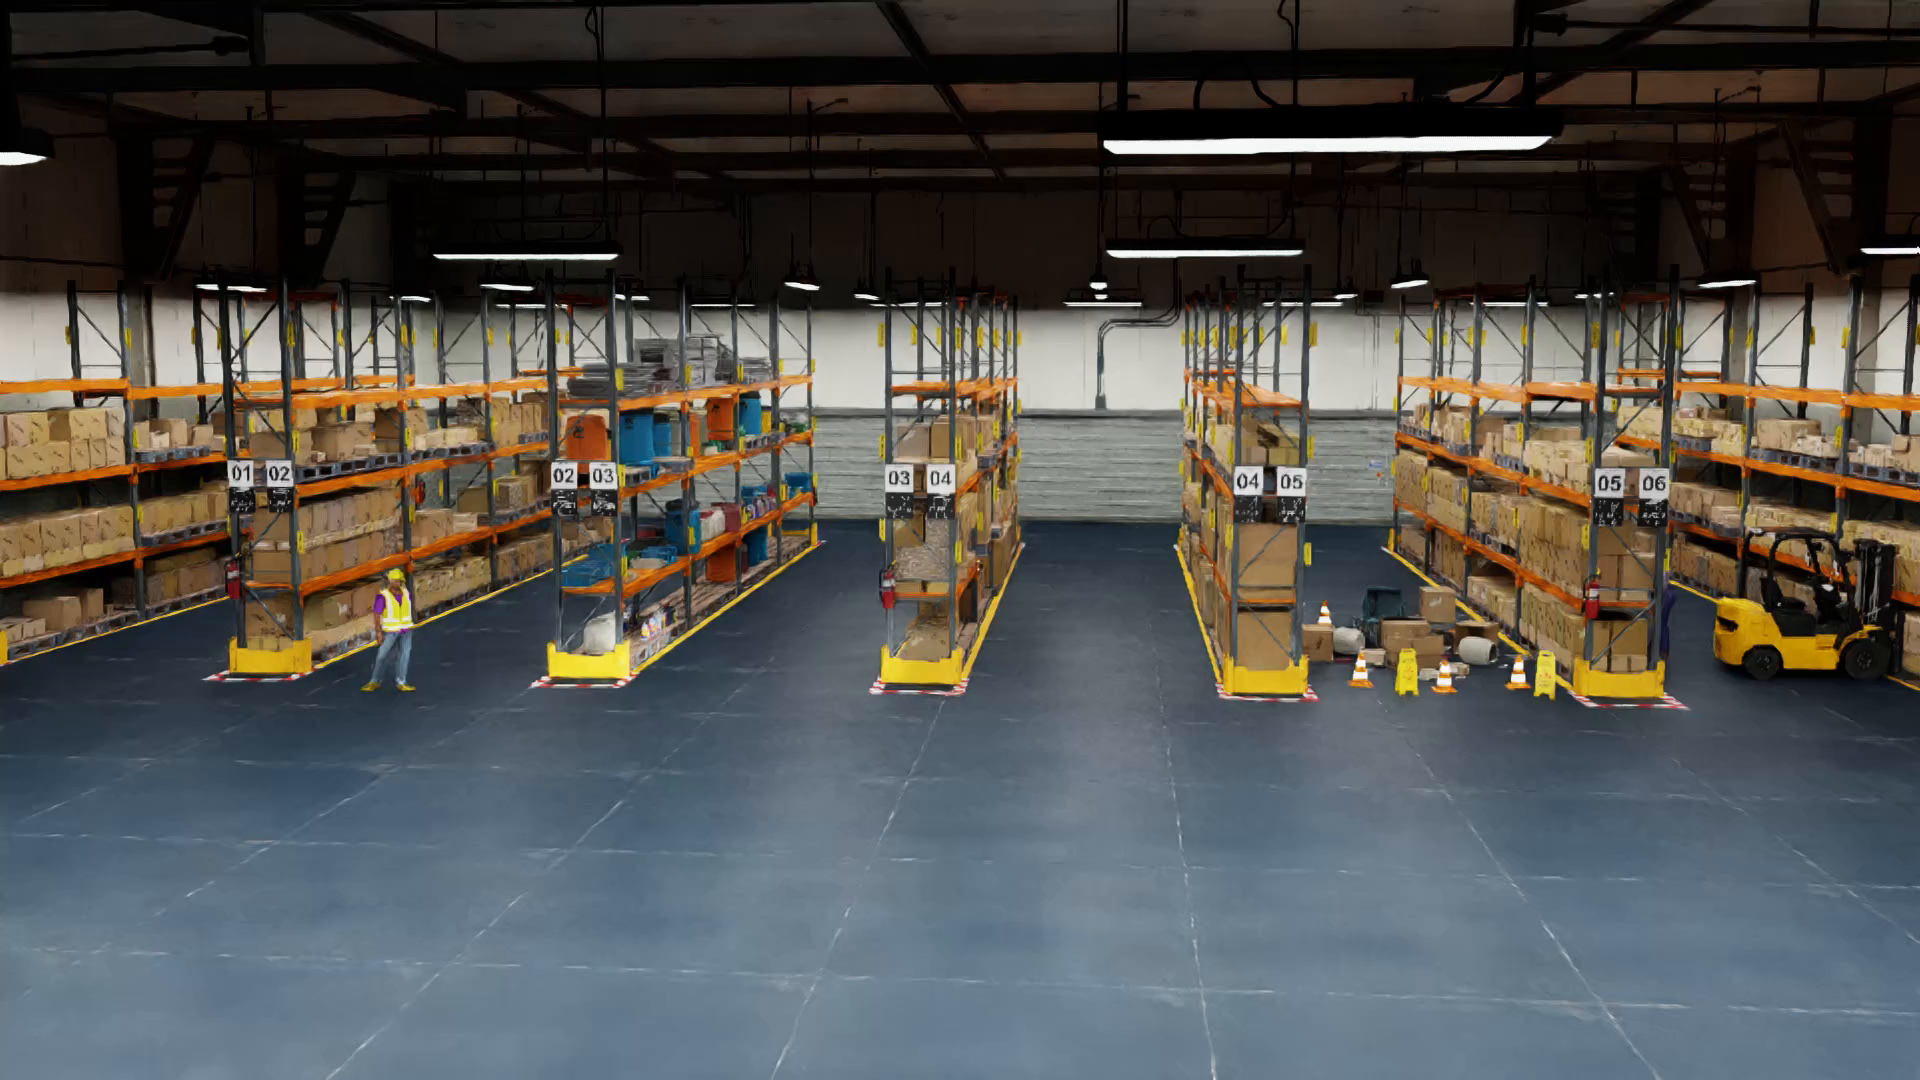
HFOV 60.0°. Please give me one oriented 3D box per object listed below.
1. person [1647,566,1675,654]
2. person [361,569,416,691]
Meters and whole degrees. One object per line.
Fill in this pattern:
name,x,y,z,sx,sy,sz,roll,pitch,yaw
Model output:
person,11.092,0.981,26.420,0.474,1.640,0.523,5,9,36
person,-8.104,1.281,23.544,0.737,1.759,0.484,-6,9,-39
